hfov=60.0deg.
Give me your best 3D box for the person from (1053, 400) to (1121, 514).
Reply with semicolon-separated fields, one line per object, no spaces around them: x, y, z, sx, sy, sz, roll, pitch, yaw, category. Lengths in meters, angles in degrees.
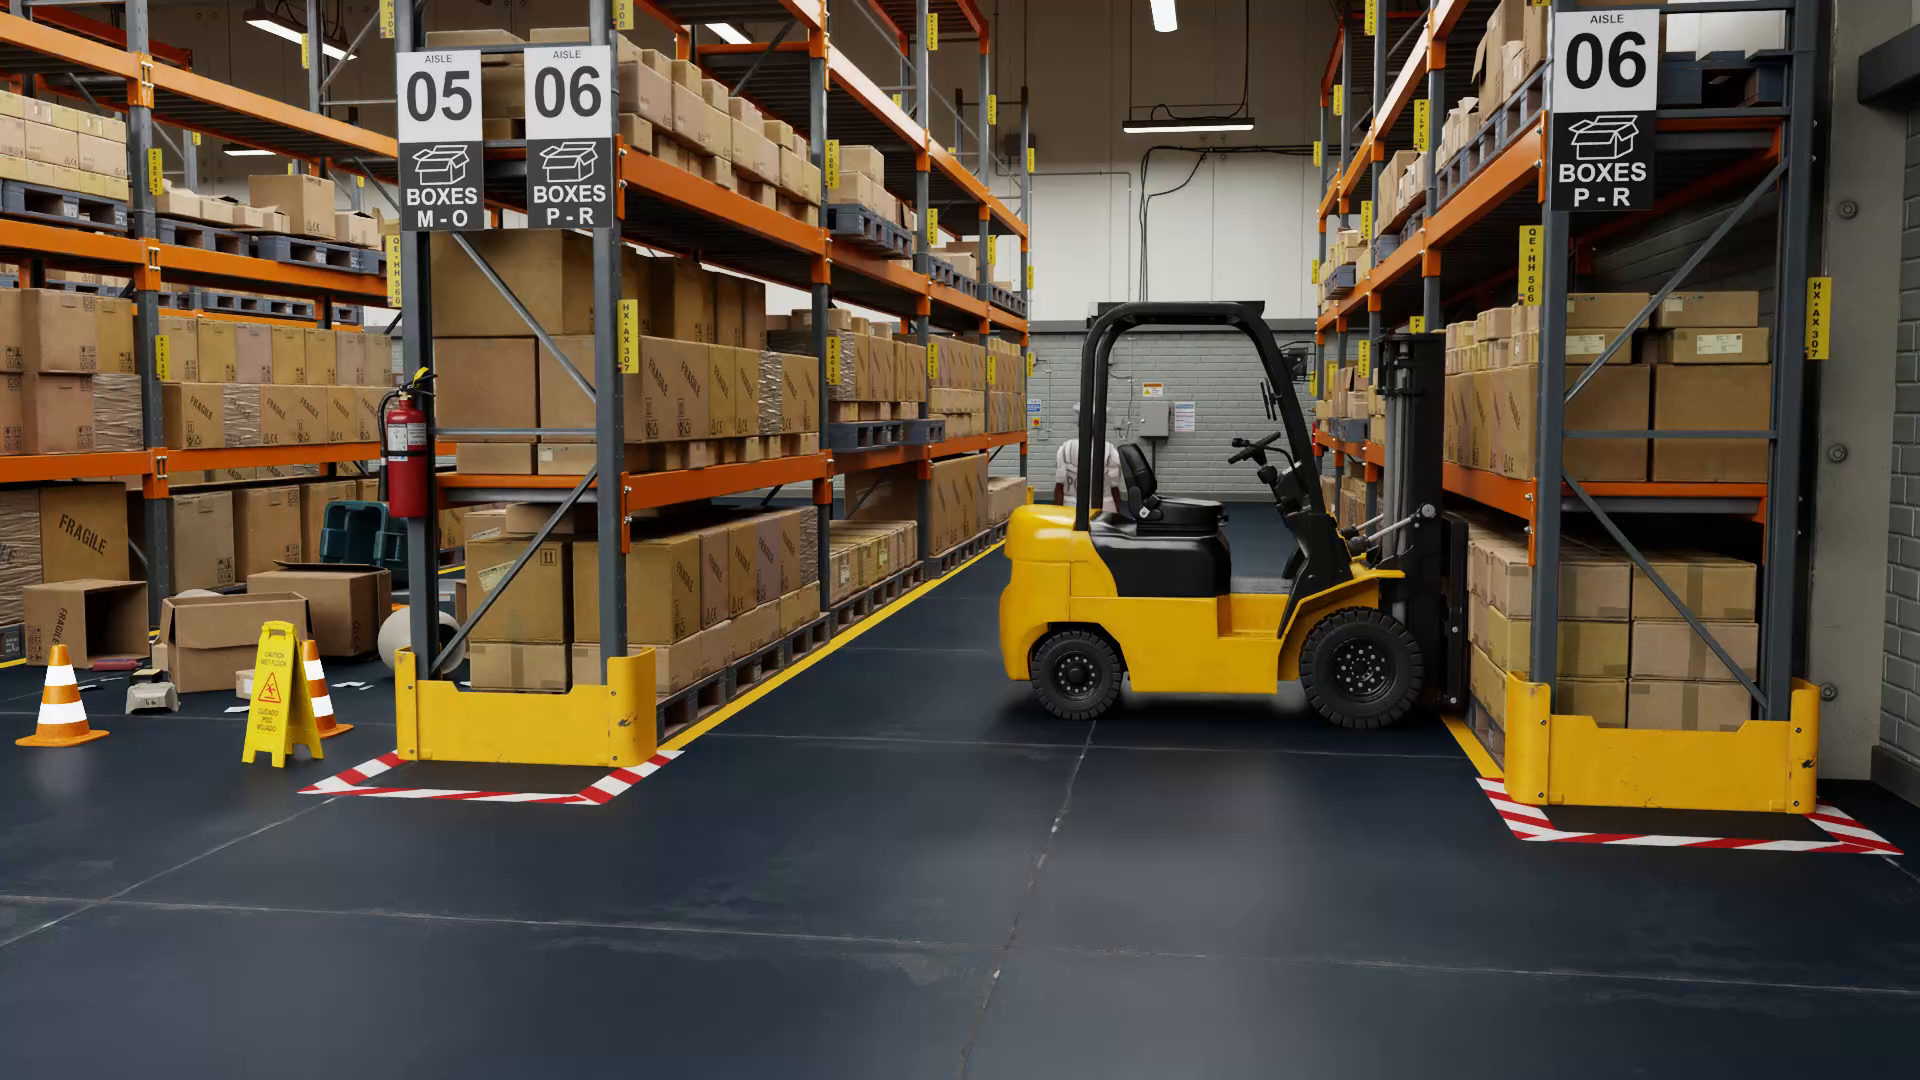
0.854;-0.052;11.114;0.448;1.766;0.482;1;5;10;person
